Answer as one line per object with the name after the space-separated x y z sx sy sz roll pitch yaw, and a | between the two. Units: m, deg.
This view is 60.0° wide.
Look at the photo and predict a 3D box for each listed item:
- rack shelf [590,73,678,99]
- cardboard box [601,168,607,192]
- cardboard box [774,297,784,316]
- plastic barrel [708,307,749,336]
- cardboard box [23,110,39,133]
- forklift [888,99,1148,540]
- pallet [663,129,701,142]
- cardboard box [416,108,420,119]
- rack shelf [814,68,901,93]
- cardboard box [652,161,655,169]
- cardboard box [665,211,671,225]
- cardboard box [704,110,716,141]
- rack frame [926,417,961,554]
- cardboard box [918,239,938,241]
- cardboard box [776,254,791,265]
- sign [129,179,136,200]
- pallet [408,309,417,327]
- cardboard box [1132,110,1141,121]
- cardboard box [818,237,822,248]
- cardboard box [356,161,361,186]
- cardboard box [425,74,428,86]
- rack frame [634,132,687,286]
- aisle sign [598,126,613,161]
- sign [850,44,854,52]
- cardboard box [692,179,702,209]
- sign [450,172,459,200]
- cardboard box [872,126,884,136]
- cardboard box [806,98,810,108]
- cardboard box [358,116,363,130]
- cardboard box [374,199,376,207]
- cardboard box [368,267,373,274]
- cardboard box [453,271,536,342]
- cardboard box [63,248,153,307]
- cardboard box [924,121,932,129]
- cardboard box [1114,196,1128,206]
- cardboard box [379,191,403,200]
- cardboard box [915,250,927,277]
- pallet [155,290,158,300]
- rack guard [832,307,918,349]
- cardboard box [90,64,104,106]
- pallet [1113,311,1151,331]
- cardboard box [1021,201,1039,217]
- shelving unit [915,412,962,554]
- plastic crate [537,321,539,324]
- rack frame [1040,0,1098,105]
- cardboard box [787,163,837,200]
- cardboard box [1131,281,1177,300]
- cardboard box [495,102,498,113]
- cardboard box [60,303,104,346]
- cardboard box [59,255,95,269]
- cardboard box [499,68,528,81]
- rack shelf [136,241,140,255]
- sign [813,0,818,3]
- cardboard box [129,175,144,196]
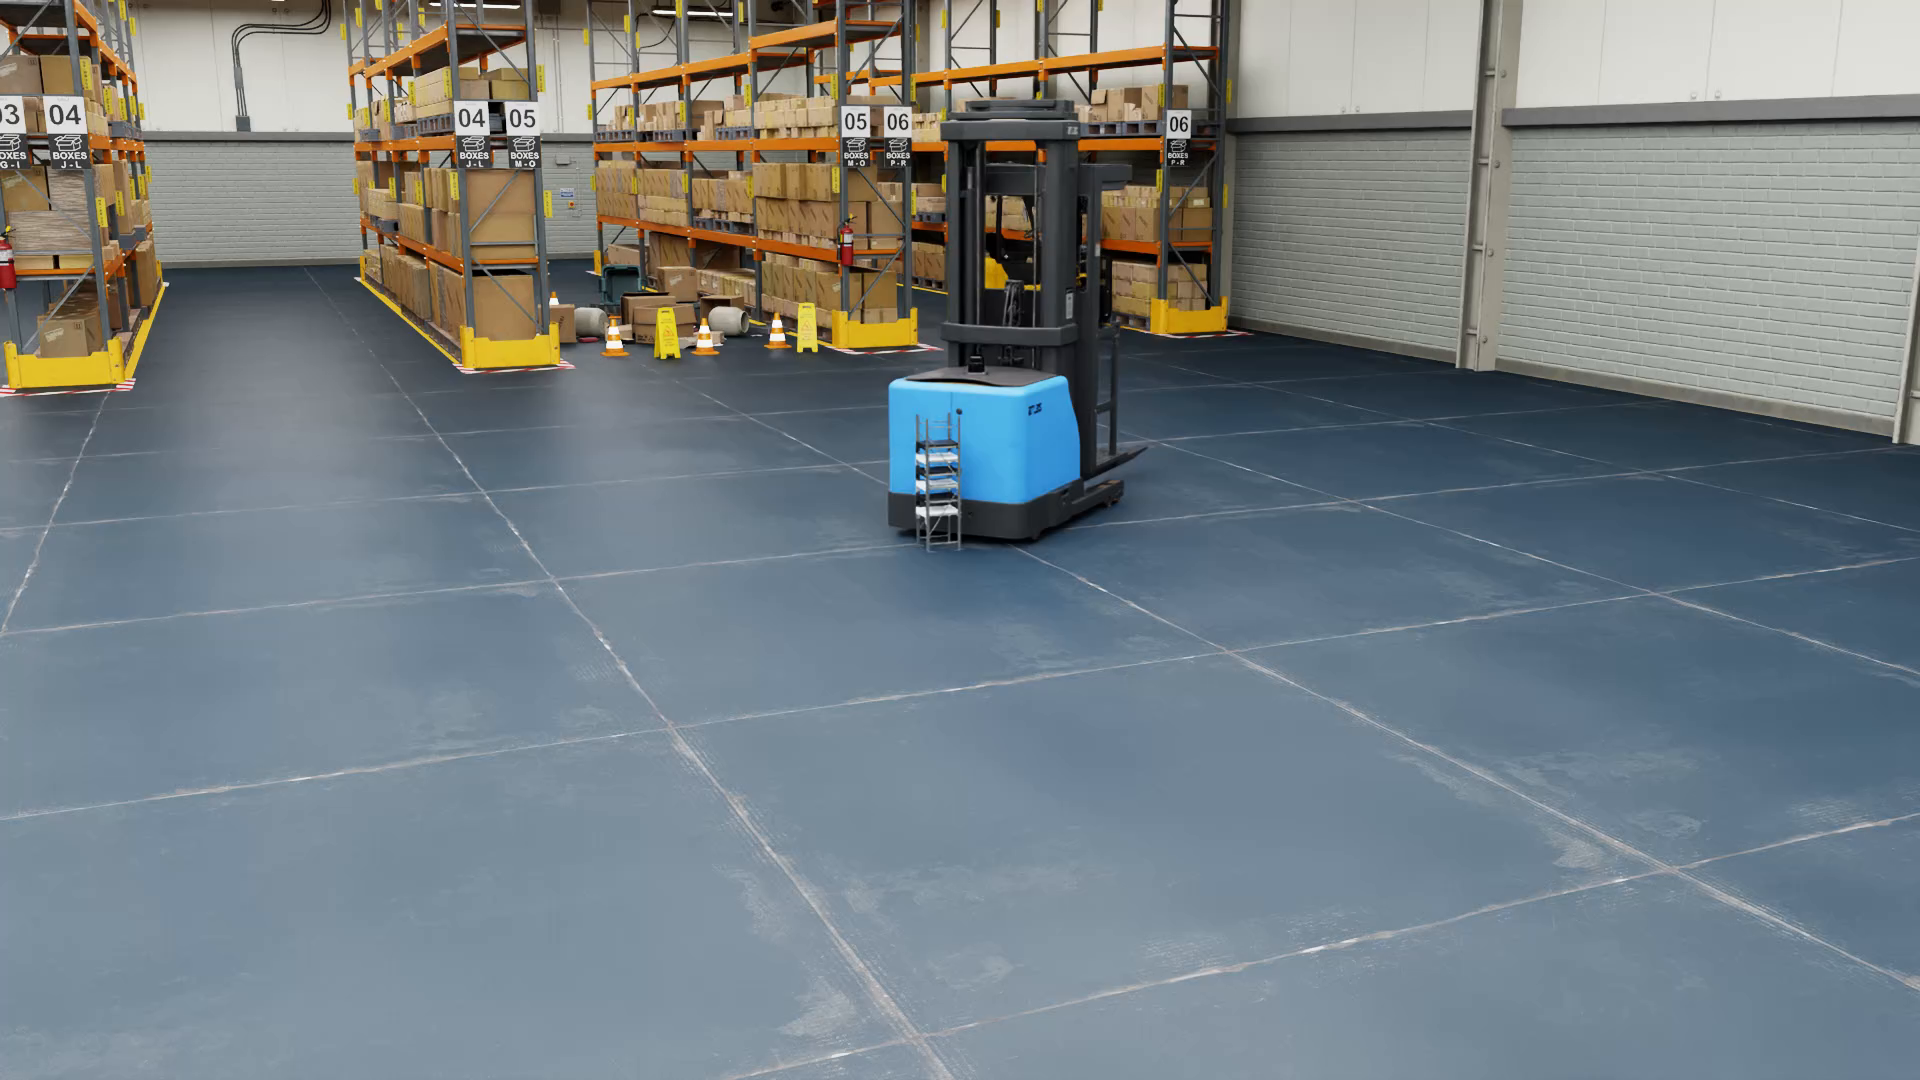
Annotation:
-6.750 -9.405 34.530 1.077 0.370 4.000 -6 14 -23 | rack shelf
-7.407 -7.745 35.743 0.500 0.500 0.500 -6 14 -24 | cardboard box
-2.531 -3.571 25.312 0.500 0.250 0.500 -5 14 -20 | cardboard box
-3.357 -3.170 24.126 0.512 0.421 0.421 4 14 16 | plastic barrel
-10.648 -4.705 18.725 0.500 0.250 0.500 -5 14 -22 | cardboard box
0.593 -1.713 12.272 1.130 2.935 3.031 6 14 25 | forklift
-4.653 -7.285 29.961 1.213 0.211 1.003 -5 14 -20 | pallet
-7.405 -5.980 23.306 0.380 0.149 0.250 -6 14 -24 | cardboard box
-2.204 -10.047 36.426 1.077 0.370 4.000 -6 14 -23 | rack shelf
-6.370 -7.565 33.526 0.380 0.149 0.250 -5 14 -22 | cardboard box
-5.193 -6.005 30.997 0.500 0.250 0.500 -6 14 -24 | cardboard box
-3.976 -7.101 28.525 0.700 0.500 0.500 -6 14 -23 | cardboard box
-0.109 -0.358 10.920 0.240 0.900 0.006 -5 14 -19 | rack frame
-0.649 -6.162 34.516 0.380 0.149 0.250 -6 14 -26 | cardboard box
-2.553 -4.224 25.033 0.380 0.149 0.250 -5 14 -21 | cardboard box
-12.933 -5.469 25.955 0.100 0.325 0.005 -6 14 -23 | sign
-8.110 -3.540 26.196 1.003 0.211 1.213 -6 14 -23 | pallet
2.794 -6.320 24.776 0.380 0.149 0.250 -6 14 -25 | cardboard box
-1.774 -4.168 23.282 0.380 0.149 0.250 -6 14 -24 | cardboard box
-12.110 -7.537 34.182 0.500 0.500 0.500 -6 14 -23 | cardboard box
-6.894 -6.105 22.080 0.380 0.149 0.250 -6 14 -23 | cardboard box
-5.949 -6.614 33.295 1.000 3.000 0.127 -6 14 -23 | rack frame
-7.846 -8.696 36.524 0.394 0.787 0.004 -6 14 -23 | aisle sign
-2.488 -11.390 38.205 0.100 0.325 0.005 -6 14 -23 | sign
-4.379 -6.072 29.140 0.500 0.500 0.500 -6 14 -25 | cardboard box
-6.140 -4.300 20.204 0.100 0.325 0.005 -6 14 -23 | sign
-0.978 -5.572 22.696 0.380 0.149 0.250 -6 14 -23 | cardboard box
-1.962 -6.178 23.547 0.380 0.149 0.250 -6 14 -25 | cardboard box
-11.503 -8.173 32.600 0.500 0.250 0.500 -6 14 -25 | cardboard box
-10.178 -5.980 29.520 0.380 0.149 0.250 -6 14 -24 | cardboard box
-11.842 -5.491 33.833 0.380 0.149 0.250 -5 14 -22 | cardboard box
-5.969 -2.970 21.333 0.875 0.875 0.875 -6 14 -23 | cardboard box
-13.684 -4.206 26.673 1.225 0.875 0.875 -6 14 -26 | cardboard box
-0.470 -8.030 32.209 0.380 0.149 0.250 -6 14 -23 | cardboard box
2.592 -5.207 25.557 0.380 0.149 0.250 -6 14 -25 | cardboard box
-9.772 -5.913 28.571 0.380 0.149 0.250 -5 14 -21 | cardboard box
-0.570 -5.504 33.110 0.500 0.500 0.500 -5 14 -21 | cardboard box
-15.262 -4.525 30.451 1.003 0.211 1.213 -6 14 -23 | pallet
-1.173 -2.933 22.933 1.175 0.500 0.348 -6 14 -23 | rack guard
-11.411 -5.895 21.545 0.500 0.500 0.500 -6 14 -25 | cardboard box
3.060 -3.380 25.504 1.003 0.211 1.213 -6 14 -23 | pallet
1.371 -5.659 28.393 0.500 0.250 0.500 -6 14 -24 | cardboard box
-0.143 -0.379 11.013 0.258 0.900 0.210 -5 14 -19 | shelving unit
-5.969 -3.234 24.798 0.450 0.188 0.662 -8 12 8 | plastic crate
1.802 -8.333 27.418 1.000 3.000 0.127 -6 14 -23 | rack frame
-2.041 -5.103 23.666 0.700 0.500 0.500 -6 14 -24 | cardboard box
2.923 -3.765 25.042 0.500 0.250 0.500 -6 14 -24 | cardboard box
-5.683 -5.463 21.075 0.380 0.149 0.250 -6 14 -23 | cardboard box
-11.144 -2.728 21.116 0.500 0.500 0.500 -7 15 -28 | cardboard box
-10.118 -3.198 19.091 0.380 0.149 0.250 -6 14 -23 | cardboard box
-5.479 -5.745 20.525 0.380 0.149 0.250 -5 14 -22 | cardboard box
-14.228 -4.955 27.723 1.077 0.370 4.000 -6 14 -23 | rack shelf
-2.240 -8.423 25.558 0.100 0.325 0.005 -6 14 -23 | sign
-15.390 -6.488 30.759 0.500 0.500 0.500 -6 14 -25 | cardboard box
